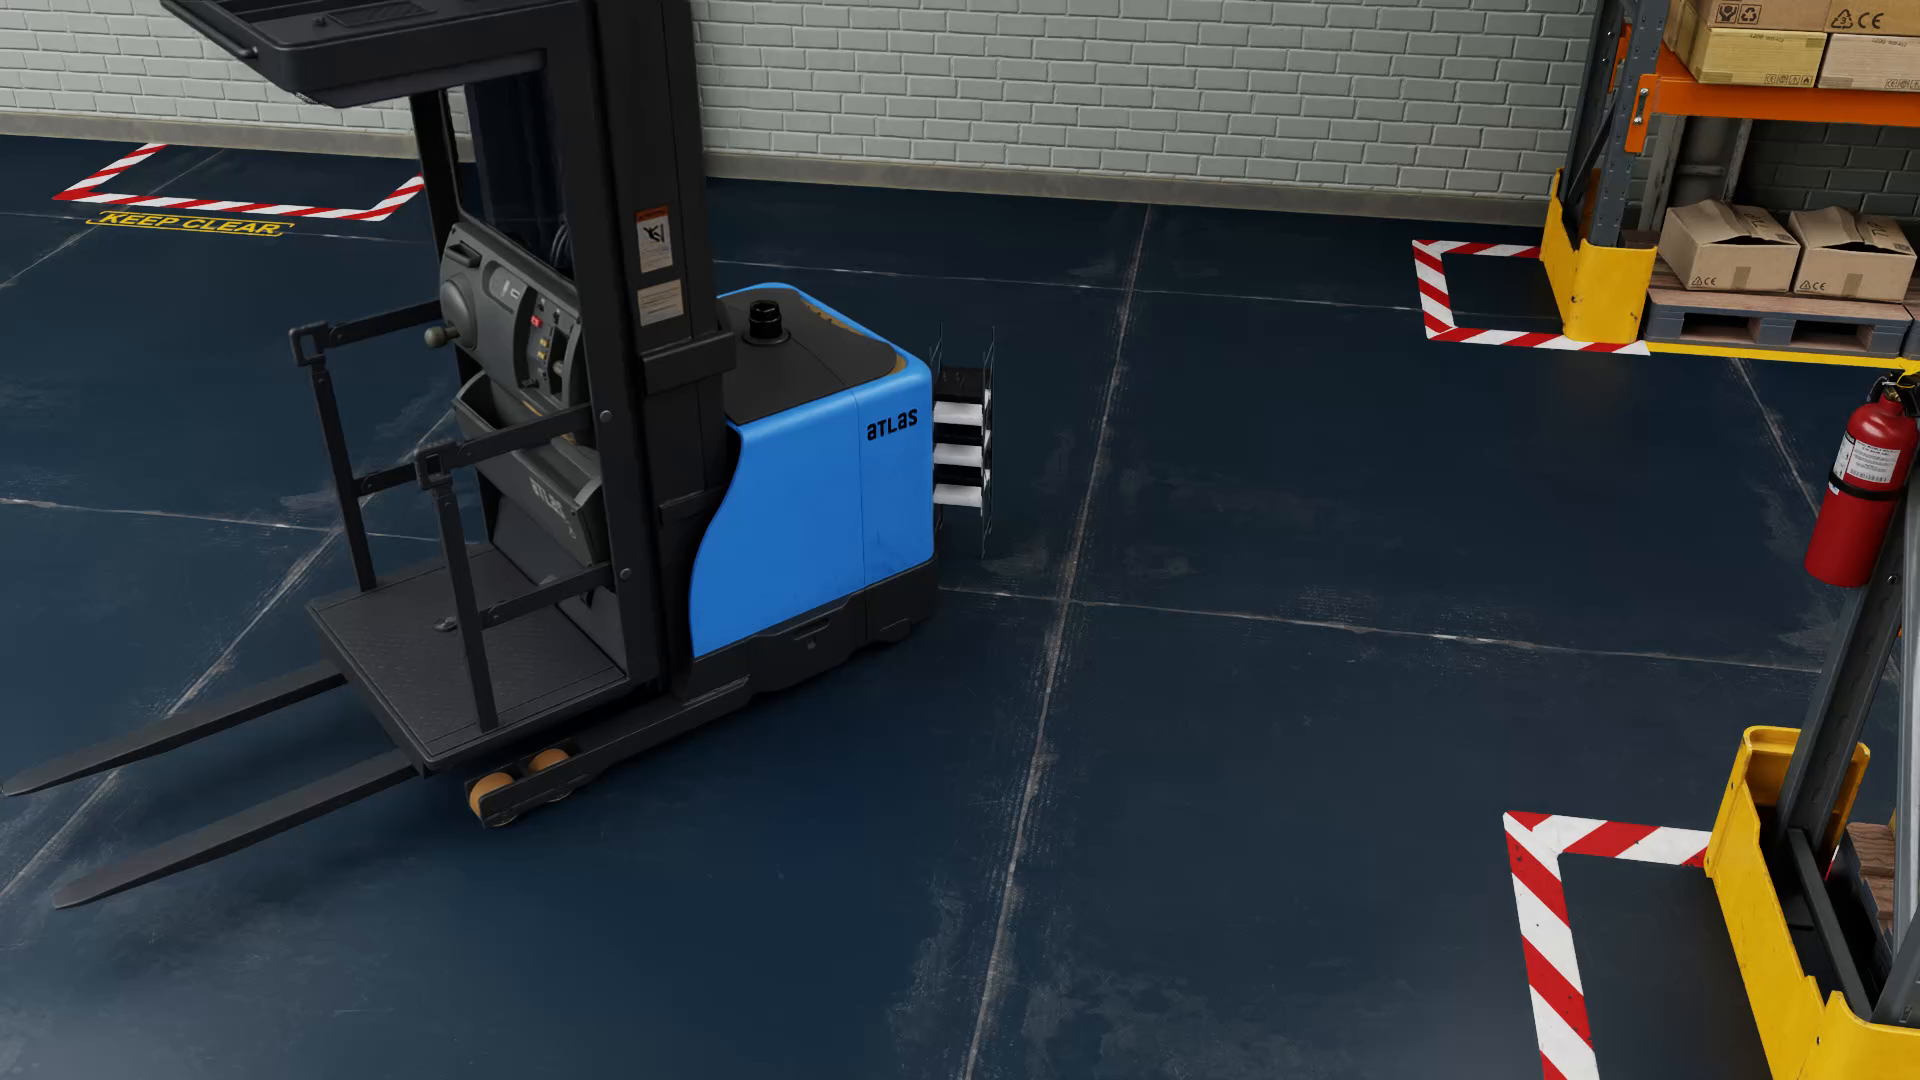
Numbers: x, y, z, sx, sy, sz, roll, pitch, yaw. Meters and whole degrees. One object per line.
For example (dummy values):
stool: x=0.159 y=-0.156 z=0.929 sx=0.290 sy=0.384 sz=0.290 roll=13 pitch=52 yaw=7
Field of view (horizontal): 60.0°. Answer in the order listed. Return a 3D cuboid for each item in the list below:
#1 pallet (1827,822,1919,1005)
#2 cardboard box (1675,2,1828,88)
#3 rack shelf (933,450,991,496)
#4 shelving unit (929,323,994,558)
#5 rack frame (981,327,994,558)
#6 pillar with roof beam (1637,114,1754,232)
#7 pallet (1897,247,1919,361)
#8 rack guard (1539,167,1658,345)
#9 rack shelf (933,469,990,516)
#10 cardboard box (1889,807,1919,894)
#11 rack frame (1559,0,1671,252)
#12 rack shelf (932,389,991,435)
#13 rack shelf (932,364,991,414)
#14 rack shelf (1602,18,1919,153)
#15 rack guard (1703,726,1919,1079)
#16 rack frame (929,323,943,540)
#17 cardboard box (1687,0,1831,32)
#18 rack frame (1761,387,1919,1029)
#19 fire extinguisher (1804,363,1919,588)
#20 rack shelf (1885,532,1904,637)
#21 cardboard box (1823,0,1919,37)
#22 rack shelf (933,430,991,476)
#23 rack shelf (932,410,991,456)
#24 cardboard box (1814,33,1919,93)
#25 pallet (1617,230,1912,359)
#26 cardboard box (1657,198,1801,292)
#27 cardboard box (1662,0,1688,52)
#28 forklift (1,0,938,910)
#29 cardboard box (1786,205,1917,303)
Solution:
pallet: x=3.169 y=1.249 z=4.556 sx=1.213 sy=0.211 sz=1.003 roll=5 pitch=32 yaw=8
cardboard box: x=3.665 y=-2.306 z=7.729 sx=0.500 sy=0.250 sz=0.500 roll=4 pitch=32 yaw=7
rack shelf: x=0.008 y=-0.276 z=6.576 sx=0.200 sy=0.077 sz=0.258 roll=5 pitch=32 yaw=8
shelving unit: x=0.008 y=-0.381 z=6.510 sx=0.210 sy=0.900 sz=0.258 roll=5 pitch=32 yaw=8
rack frame: x=0.108 y=-0.372 z=6.496 sx=0.006 sy=0.900 sz=0.240 roll=5 pitch=32 yaw=8
pillar with roof beam: x=3.349 y=-3.252 z=3.464 sx=0.400 sy=9.000 sz=9.100 roll=5 pitch=32 yaw=8
pallet: x=5.307 y=-1.181 z=8.437 sx=1.213 sy=0.211 sz=1.003 roll=5 pitch=32 yaw=8
rack guard: x=3.313 y=-1.504 z=8.682 sx=0.348 sy=0.500 sz=1.175 roll=5 pitch=32 yaw=8
rack shelf: x=0.008 y=-0.200 z=6.623 sx=0.200 sy=0.077 sz=0.258 roll=5 pitch=32 yaw=8
cardboard box: x=2.986 y=0.901 z=4.678 sx=0.500 sy=0.250 sz=0.500 roll=5 pitch=32 yaw=8
rack frame: x=3.238 y=-2.570 z=8.029 sx=0.127 sy=3.000 sz=1.000 roll=5 pitch=32 yaw=8
rack shelf: x=0.008 y=-0.505 z=6.432 sx=0.200 sy=0.077 sz=0.258 roll=5 pitch=32 yaw=8
rack shelf: x=0.008 y=-0.581 z=6.384 sx=0.200 sy=0.077 sz=0.258 roll=5 pitch=32 yaw=8
rack shelf: x=5.209 y=-2.087 z=7.935 sx=4.000 sy=0.370 sz=1.077 roll=5 pitch=32 yaw=8
rack guard: x=2.384 y=1.078 z=4.556 sx=0.348 sy=0.500 sz=1.175 roll=5 pitch=32 yaw=8
rack frame: x=-0.092 y=-0.390 z=6.525 sx=0.006 sy=0.900 sz=0.240 roll=5 pitch=32 yaw=8
cardboard box: x=3.658 y=-2.633 z=7.546 sx=0.500 sy=0.500 sz=0.500 roll=5 pitch=32 yaw=8
rack frame: x=2.408 y=0.021 z=3.890 sx=0.127 sy=3.000 sz=1.000 roll=5 pitch=32 yaw=8
fire extinguisher: x=2.370 y=-0.200 z=4.315 sx=0.183 sy=0.674 sz=0.296 roll=5 pitch=32 yaw=8
rack shelf: x=4.380 y=0.504 z=3.795 sx=4.000 sy=0.370 sz=1.077 roll=5 pitch=32 yaw=8
cardboard box: x=4.143 y=-2.584 z=7.467 sx=0.500 sy=0.500 sz=0.500 roll=5 pitch=32 yaw=8
rack shelf: x=0.008 y=-0.352 z=6.528 sx=0.200 sy=0.077 sz=0.258 roll=5 pitch=32 yaw=8
rack shelf: x=0.008 y=-0.429 z=6.480 sx=0.200 sy=0.077 sz=0.258 roll=5 pitch=32 yaw=8
cardboard box: x=4.180 y=-2.267 z=7.667 sx=0.500 sy=0.250 sz=0.500 roll=4 pitch=32 yaw=7
pallet: x=4.108 y=-1.291 z=8.613 sx=1.213 sy=0.211 sz=1.003 roll=5 pitch=32 yaw=8
cardboard box: x=3.905 y=-1.508 z=8.452 sx=0.500 sy=0.311 sz=0.500 roll=2 pitch=32 yaw=3
cardboard box: x=3.731 y=-2.575 z=8.159 sx=0.500 sy=0.250 sz=0.500 roll=6 pitch=32 yaw=9
forklift: x=-1.555 y=-0.650 z=5.026 sx=3.031 sy=2.935 sz=1.130 roll=-23 pitch=38 yaw=-31
cardboard box: x=4.467 y=-1.458 z=8.371 sx=0.500 sy=0.311 sz=0.500 roll=8 pitch=33 yaw=12
